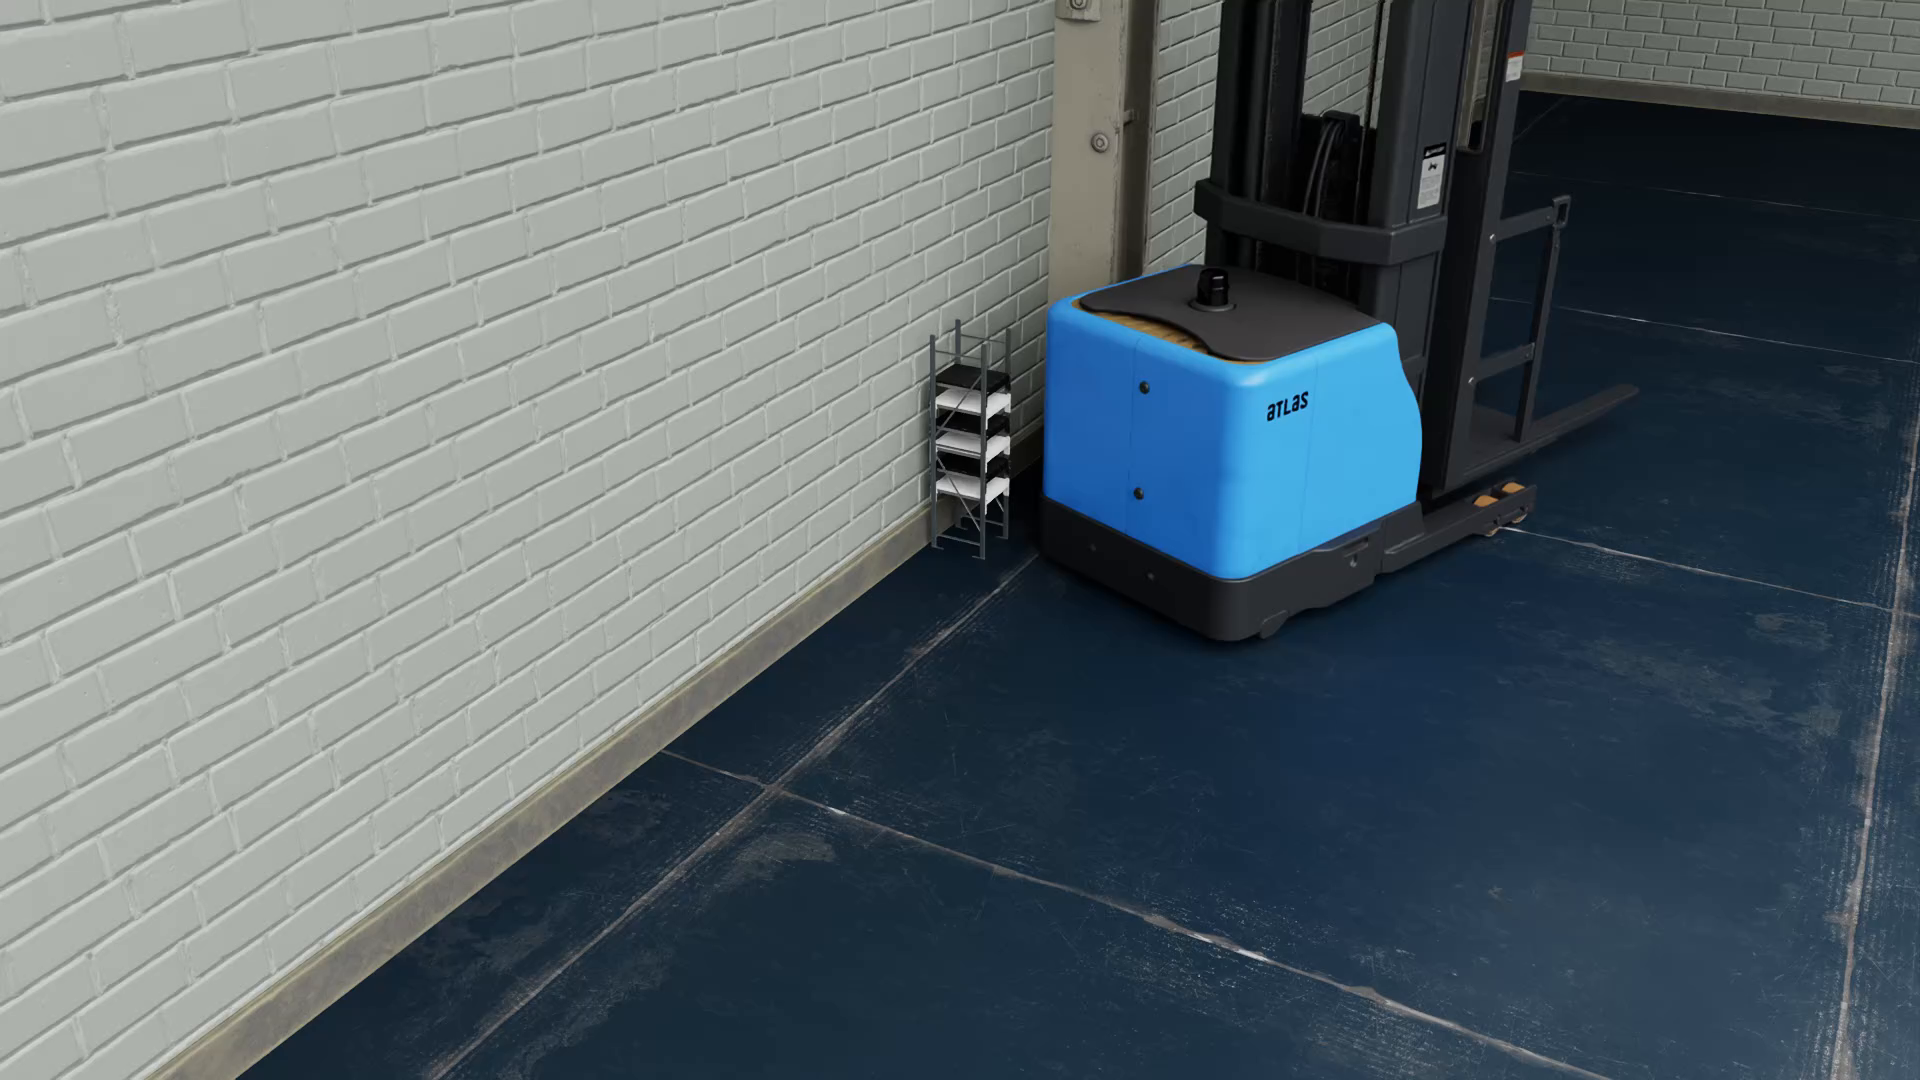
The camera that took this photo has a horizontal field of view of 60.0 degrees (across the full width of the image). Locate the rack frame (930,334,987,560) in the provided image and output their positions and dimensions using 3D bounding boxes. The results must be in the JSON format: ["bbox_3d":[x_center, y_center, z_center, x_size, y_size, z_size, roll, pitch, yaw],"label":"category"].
[{"bbox_3d":[-0.008,-0.350,6.442,0.240,0.900,0.006,14,30,25],"label":"rack frame"}]

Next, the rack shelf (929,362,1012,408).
[{"bbox_3d":[0.041,-0.601,6.416,0.258,0.077,0.200,14,30,25],"label":"rack shelf"}]

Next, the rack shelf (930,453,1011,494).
[{"bbox_3d":[0.040,-0.279,6.578,0.258,0.077,0.200,14,30,25],"label":"rack shelf"}]

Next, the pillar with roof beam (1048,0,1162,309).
[{"bbox_3d":[4.357,-3.539,3.767,9.100,9.000,0.400,14,30,26],"label":"pillar with roof beam"}]

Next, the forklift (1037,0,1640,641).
[{"bbox_3d":[1.755,-1.485,6.443,3.031,2.935,1.130,-21,33,-35],"label":"forklift"}]

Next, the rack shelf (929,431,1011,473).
[{"bbox_3d":[0.041,-0.360,6.537,0.258,0.077,0.200,14,30,25],"label":"rack shelf"}]

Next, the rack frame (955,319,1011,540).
[{"bbox_3d":[0.089,-0.430,6.603,0.240,0.900,0.006,14,30,25],"label":"rack frame"}]

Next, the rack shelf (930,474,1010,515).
[{"bbox_3d":[0.040,-0.199,6.618,0.258,0.077,0.200,14,30,25],"label":"rack shelf"}]

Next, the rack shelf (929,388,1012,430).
[{"bbox_3d":[0.041,-0.521,6.457,0.258,0.077,0.200,14,30,25],"label":"rack shelf"}]

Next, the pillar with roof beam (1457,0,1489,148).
[{"bbox_3d":[7.308,-5.877,8.438,9.100,9.000,0.400,14,30,26],"label":"pillar with roof beam"}]

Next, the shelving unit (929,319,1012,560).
[{"bbox_3d":[0.041,-0.390,6.523,0.258,0.900,0.210,14,30,25],"label":"shelving unit"}]

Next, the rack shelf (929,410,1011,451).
[{"bbox_3d":[0.041,-0.440,6.497,0.258,0.077,0.200,14,30,25],"label":"rack shelf"}]
